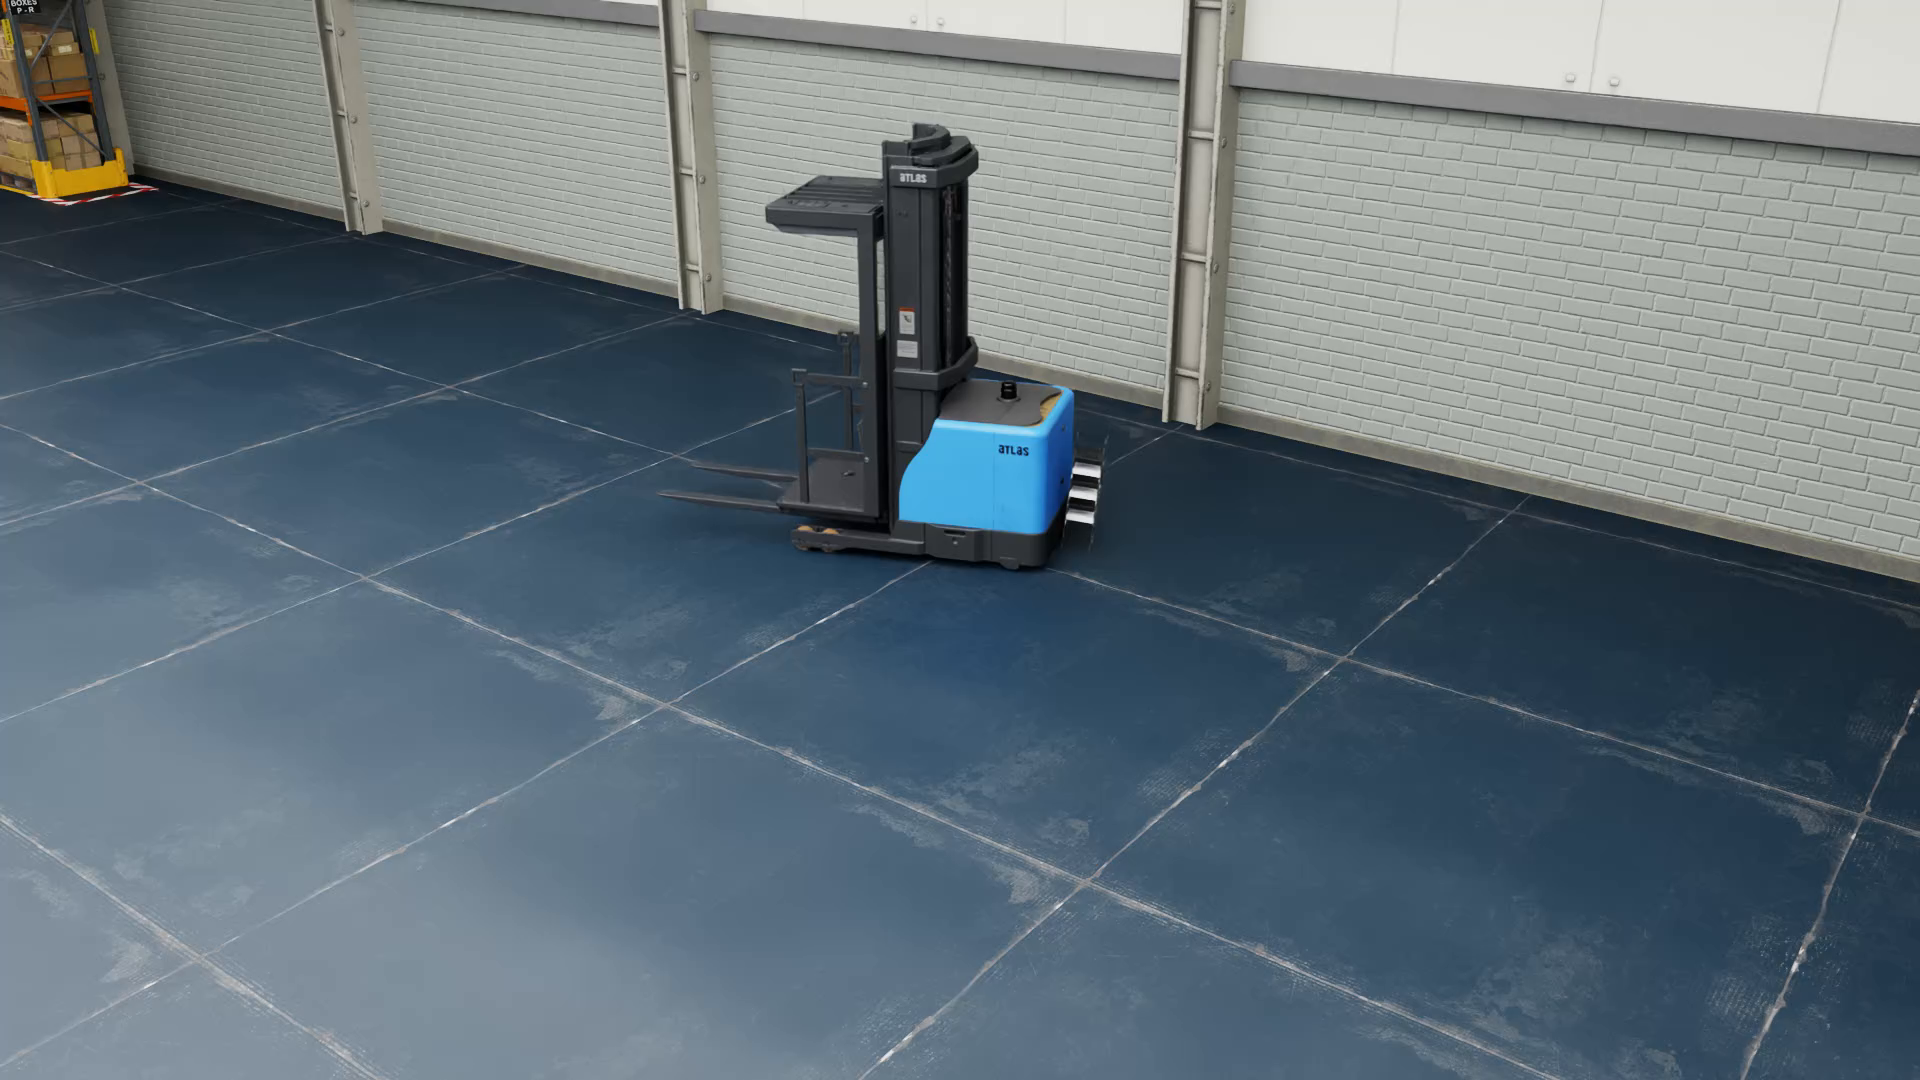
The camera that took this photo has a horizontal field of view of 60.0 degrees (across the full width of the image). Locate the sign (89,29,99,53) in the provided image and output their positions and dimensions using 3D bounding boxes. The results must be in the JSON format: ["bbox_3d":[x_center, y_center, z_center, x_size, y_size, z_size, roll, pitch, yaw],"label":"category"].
[{"bbox_3d":[-12.026,-6.923,23.070,0.005,0.325,0.100,17,29,33],"label":"sign"}]

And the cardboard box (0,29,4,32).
[{"bbox_3d":[-13.373,-6.998,23.116,0.250,0.149,0.380,17,29,34],"label":"cardboard box"}]

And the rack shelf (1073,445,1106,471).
[{"bbox_3d":[0.926,-0.587,11.860,0.200,0.077,0.258,10,25,8],"label":"rack shelf"}]

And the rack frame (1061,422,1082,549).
[{"bbox_3d":[0.803,-0.390,11.973,0.006,0.900,0.240,10,25,8],"label":"rack frame"}]

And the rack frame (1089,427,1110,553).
[{"bbox_3d":[1.001,-0.356,11.945,0.006,0.900,0.240,10,25,8],"label":"rack frame"}]

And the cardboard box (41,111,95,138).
[{"bbox_3d":[-12.635,-5.881,23.528,0.500,0.250,0.500,16,29,33],"label":"cardboard box"}]

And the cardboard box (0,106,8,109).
[{"bbox_3d":[-13.837,-6.252,24.368,0.500,0.250,0.500,16,28,32],"label":"cardboard box"}]

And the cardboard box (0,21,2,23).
[{"bbox_3d":[-13.939,-7.388,23.999,0.250,0.149,0.380,18,29,35],"label":"cardboard box"}]

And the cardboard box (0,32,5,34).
[{"bbox_3d":[-13.219,-6.914,22.925,0.250,0.149,0.380,18,29,34],"label":"cardboard box"}]

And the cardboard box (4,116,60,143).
[{"bbox_3d":[-12.919,-5.715,23.149,0.500,0.250,0.500,18,29,35],"label":"cardboard box"}]

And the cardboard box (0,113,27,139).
[{"bbox_3d":[-13.332,-5.836,23.425,0.500,0.250,0.500,17,29,34],"label":"cardboard box"}]

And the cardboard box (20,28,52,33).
[{"bbox_3d":[-12.913,-7.075,23.290,0.250,0.149,0.380,17,29,34],"label":"cardboard box"}]

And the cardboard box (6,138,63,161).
[{"bbox_3d":[-12.941,-5.492,23.264,0.500,0.250,0.500,16,29,33],"label":"cardboard box"}]

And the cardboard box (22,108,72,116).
[{"bbox_3d":[-13.037,-6.001,23.799,0.500,0.250,0.500,17,29,33],"label":"cardboard box"}]

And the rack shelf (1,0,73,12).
[{"bbox_3d":[-13.964,-7.840,23.495,4.000,0.370,1.077,17,29,33],"label":"rack shelf"}]

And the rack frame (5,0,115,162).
[{"bbox_3d":[-12.364,-6.313,22.857,0.127,3.000,1.000,17,29,33],"label":"rack frame"}]

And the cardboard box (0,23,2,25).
[{"bbox_3d":[-13.725,-7.325,23.857,0.250,0.149,0.380,17,29,34],"label":"cardboard box"}]

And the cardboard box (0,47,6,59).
[{"bbox_3d":[-13.032,-6.701,22.810,0.250,0.149,0.380,17,29,34],"label":"cardboard box"}]

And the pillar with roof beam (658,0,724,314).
[{"bbox_3d":[-5.360,-5.226,12.951,0.400,9.000,9.100,17,29,33],"label":"pillar with roof beam"}]

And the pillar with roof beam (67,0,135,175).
[{"bbox_3d":[-14.962,-8.128,19.537,0.400,9.000,9.100,17,29,33],"label":"pillar with roof beam"}]

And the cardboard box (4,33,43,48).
[{"bbox_3d":[-12.777,-6.810,22.688,0.250,0.149,0.380,17,29,33],"label":"cardboard box"}]

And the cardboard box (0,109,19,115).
[{"bbox_3d":[-13.741,-5.955,23.695,0.500,0.250,0.500,17,29,34],"label":"cardboard box"}]

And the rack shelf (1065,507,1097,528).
[{"bbox_3d":[0.881,-0.180,12.049,0.200,0.077,0.258,10,25,8],"label":"rack shelf"}]

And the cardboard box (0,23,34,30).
[{"bbox_3d":[-13.479,-7.291,23.779,0.250,0.149,0.380,16,28,32],"label":"cardboard box"}]

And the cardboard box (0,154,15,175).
[{"bbox_3d":[-13.322,-5.382,23.633,0.500,0.250,0.500,17,29,33],"label":"cardboard box"}]

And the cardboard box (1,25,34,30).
[{"bbox_3d":[-13.328,-7.195,23.563,0.250,0.149,0.380,18,29,35],"label":"cardboard box"}]

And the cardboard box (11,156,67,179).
[{"bbox_3d":[-12.929,-5.258,23.353,0.500,0.250,0.500,17,29,34],"label":"cardboard box"}]

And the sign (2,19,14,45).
[{"bbox_3d":[-12.700,-6.779,22.186,0.005,0.325,0.100,17,29,33],"label":"sign"}]

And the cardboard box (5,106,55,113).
[{"bbox_3d":[-13.431,-6.125,24.081,0.500,0.250,0.500,17,29,33],"label":"cardboard box"}]

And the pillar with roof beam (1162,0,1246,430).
[{"bbox_3d":[-0.559,-3.775,9.658,0.400,9.000,9.100,17,29,33],"label":"pillar with roof beam"}]

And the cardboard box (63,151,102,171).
[{"bbox_3d":[-12.640,-5.428,23.739,0.500,0.250,0.500,17,29,34],"label":"cardboard box"}]

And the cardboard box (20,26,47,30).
[{"bbox_3d":[-13.103,-7.140,23.436,0.250,0.149,0.380,17,29,34],"label":"cardboard box"}]

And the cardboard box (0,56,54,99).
[{"bbox_3d":[-12.915,-6.393,22.915,0.500,0.500,0.500,16,28,32],"label":"cardboard box"}]

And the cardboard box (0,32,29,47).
[{"bbox_3d":[-12.993,-6.860,22.801,0.250,0.149,0.380,17,29,33],"label":"cardboard box"}]

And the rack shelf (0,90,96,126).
[{"bbox_3d":[-13.964,-6.467,24.100,4.000,0.370,1.077,17,29,33],"label":"rack shelf"}]

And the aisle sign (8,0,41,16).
[{"bbox_3d":[-12.488,-7.392,22.082,0.004,0.787,0.394,17,29,33],"label":"aisle sign"}]

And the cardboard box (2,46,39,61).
[{"bbox_3d":[-12.809,-6.649,22.691,0.250,0.149,0.380,17,29,34],"label":"cardboard box"}]

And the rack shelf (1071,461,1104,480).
[{"bbox_3d":[0.917,-0.505,11.898,0.200,0.077,0.258,10,25,8],"label":"rack shelf"}]

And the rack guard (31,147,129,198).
[{"bbox_3d":[-12.345,-5.163,23.348,0.348,0.500,1.175,17,29,33],"label":"rack guard"}]

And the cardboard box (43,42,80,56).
[{"bbox_3d":[-12.480,-6.821,23.082,0.250,0.149,0.380,16,28,32],"label":"cardboard box"}]

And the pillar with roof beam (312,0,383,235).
[{"bbox_3d":[-10.161,-6.677,16.244,0.400,9.000,9.100,17,29,33],"label":"pillar with roof beam"}]

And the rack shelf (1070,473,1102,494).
[{"bbox_3d":[0.908,-0.424,11.935,0.200,0.077,0.258,10,25,8],"label":"rack shelf"}]

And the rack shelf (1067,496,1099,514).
[{"bbox_3d":[0.890,-0.262,12.011,0.200,0.077,0.258,10,25,8],"label":"rack shelf"}]

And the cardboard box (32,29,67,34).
[{"bbox_3d":[-12.680,-7.026,23.179,0.250,0.149,0.380,18,29,35],"label":"cardboard box"}]

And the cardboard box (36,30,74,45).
[{"bbox_3d":[-12.505,-6.941,22.987,0.250,0.149,0.380,16,28,32],"label":"cardboard box"}]

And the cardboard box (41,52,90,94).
[{"bbox_3d":[-12.594,-6.568,23.312,0.500,0.500,0.500,18,29,35],"label":"cardboard box"}]

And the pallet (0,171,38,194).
[{"bbox_3d":[-13.001,-5.208,23.808,1.213,0.211,1.003,17,29,33],"label":"pallet"}]

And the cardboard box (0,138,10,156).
[{"bbox_3d":[-13.336,-5.617,23.547,0.500,0.250,0.500,16,29,33],"label":"cardboard box"}]

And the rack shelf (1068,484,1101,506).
[{"bbox_3d":[0.899,-0.343,11.973,0.200,0.077,0.258,10,25,8],"label":"rack shelf"}]

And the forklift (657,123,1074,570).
[{"bbox_3d":[-0.731,-1.449,11.905,3.031,2.935,1.130,6,25,14],"label":"forklift"}]

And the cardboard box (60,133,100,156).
[{"bbox_3d":[-12.616,-5.656,23.636,0.500,0.250,0.500,17,29,34],"label":"cardboard box"}]

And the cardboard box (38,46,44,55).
[{"bbox_3d":[-12.715,-6.860,23.171,0.250,0.149,0.380,17,29,33],"label":"cardboard box"}]

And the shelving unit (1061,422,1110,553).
[{"bbox_3d":[0.902,-0.373,11.959,0.210,0.900,0.258,10,25,8],"label":"shelving unit"}]
